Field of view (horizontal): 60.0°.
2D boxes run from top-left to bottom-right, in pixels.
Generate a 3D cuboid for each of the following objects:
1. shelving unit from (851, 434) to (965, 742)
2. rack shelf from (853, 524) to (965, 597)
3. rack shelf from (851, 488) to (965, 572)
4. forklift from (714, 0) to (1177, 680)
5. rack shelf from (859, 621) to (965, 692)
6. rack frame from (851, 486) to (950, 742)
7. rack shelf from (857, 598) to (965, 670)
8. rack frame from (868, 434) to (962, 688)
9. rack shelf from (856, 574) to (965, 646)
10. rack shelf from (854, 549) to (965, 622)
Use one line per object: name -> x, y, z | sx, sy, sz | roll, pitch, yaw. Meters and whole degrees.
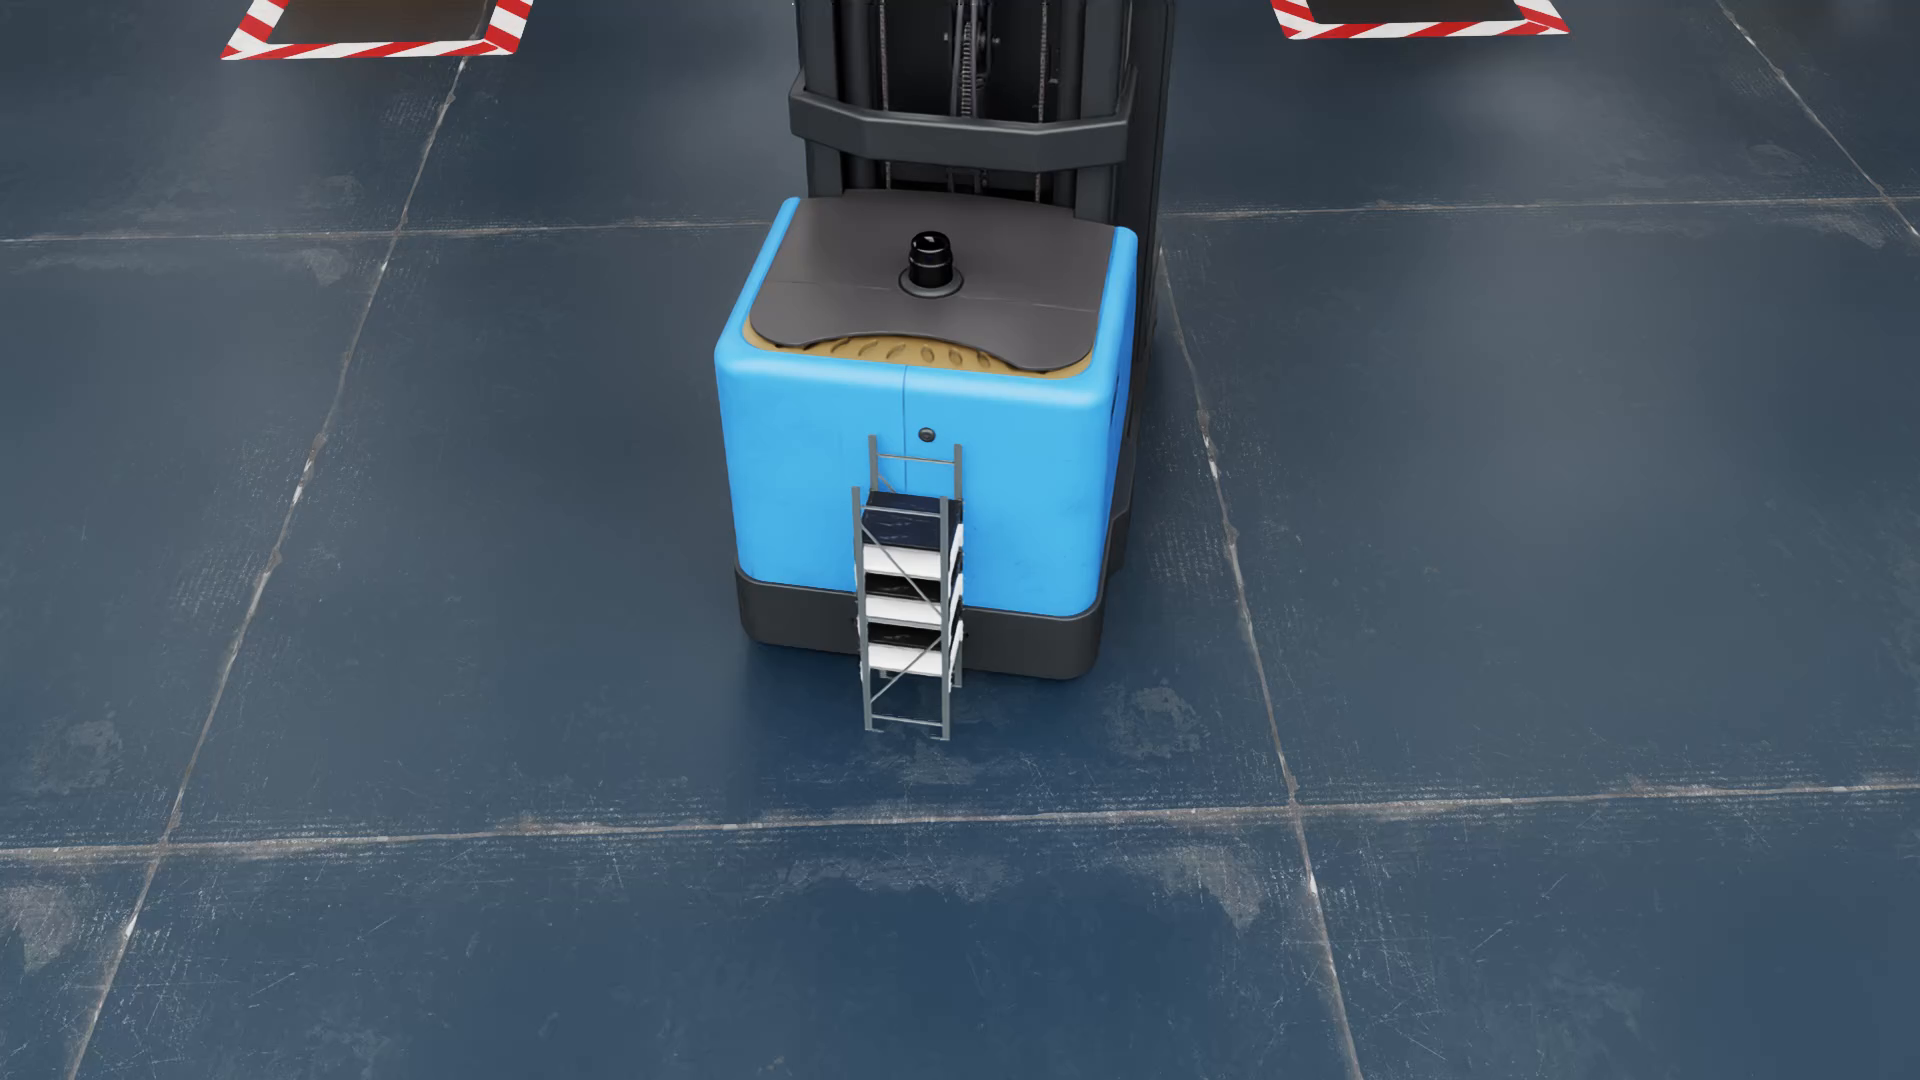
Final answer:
shelving unit -> -0.130, 0.147, 4.423 | 0.258, 0.900, 0.210 | 7, 43, 7
rack shelf -> -0.130, 0.039, 4.324 | 0.258, 0.077, 0.200 | 7, 43, 7
rack shelf -> -0.130, -0.027, 4.264 | 0.258, 0.077, 0.200 | 7, 43, 7
forklift -> 0.111, -1.688, 4.923 | 1.130, 2.935, 3.031 | 7, 43, 7
rack shelf -> -0.130, 0.304, 4.568 | 0.258, 0.077, 0.200 | 7, 43, 7
rack frame -> -0.147, 0.215, 4.350 | 0.240, 0.900, 0.006 | 7, 43, 7
rack shelf -> -0.130, 0.238, 4.507 | 0.258, 0.077, 0.200 | 7, 43, 7
rack frame -> -0.113, 0.079, 4.497 | 0.240, 0.900, 0.006 | 7, 43, 7
rack shelf -> -0.130, 0.172, 4.446 | 0.258, 0.077, 0.200 | 7, 43, 7
rack shelf -> -0.130, 0.105, 4.385 | 0.258, 0.077, 0.200 | 7, 43, 7
